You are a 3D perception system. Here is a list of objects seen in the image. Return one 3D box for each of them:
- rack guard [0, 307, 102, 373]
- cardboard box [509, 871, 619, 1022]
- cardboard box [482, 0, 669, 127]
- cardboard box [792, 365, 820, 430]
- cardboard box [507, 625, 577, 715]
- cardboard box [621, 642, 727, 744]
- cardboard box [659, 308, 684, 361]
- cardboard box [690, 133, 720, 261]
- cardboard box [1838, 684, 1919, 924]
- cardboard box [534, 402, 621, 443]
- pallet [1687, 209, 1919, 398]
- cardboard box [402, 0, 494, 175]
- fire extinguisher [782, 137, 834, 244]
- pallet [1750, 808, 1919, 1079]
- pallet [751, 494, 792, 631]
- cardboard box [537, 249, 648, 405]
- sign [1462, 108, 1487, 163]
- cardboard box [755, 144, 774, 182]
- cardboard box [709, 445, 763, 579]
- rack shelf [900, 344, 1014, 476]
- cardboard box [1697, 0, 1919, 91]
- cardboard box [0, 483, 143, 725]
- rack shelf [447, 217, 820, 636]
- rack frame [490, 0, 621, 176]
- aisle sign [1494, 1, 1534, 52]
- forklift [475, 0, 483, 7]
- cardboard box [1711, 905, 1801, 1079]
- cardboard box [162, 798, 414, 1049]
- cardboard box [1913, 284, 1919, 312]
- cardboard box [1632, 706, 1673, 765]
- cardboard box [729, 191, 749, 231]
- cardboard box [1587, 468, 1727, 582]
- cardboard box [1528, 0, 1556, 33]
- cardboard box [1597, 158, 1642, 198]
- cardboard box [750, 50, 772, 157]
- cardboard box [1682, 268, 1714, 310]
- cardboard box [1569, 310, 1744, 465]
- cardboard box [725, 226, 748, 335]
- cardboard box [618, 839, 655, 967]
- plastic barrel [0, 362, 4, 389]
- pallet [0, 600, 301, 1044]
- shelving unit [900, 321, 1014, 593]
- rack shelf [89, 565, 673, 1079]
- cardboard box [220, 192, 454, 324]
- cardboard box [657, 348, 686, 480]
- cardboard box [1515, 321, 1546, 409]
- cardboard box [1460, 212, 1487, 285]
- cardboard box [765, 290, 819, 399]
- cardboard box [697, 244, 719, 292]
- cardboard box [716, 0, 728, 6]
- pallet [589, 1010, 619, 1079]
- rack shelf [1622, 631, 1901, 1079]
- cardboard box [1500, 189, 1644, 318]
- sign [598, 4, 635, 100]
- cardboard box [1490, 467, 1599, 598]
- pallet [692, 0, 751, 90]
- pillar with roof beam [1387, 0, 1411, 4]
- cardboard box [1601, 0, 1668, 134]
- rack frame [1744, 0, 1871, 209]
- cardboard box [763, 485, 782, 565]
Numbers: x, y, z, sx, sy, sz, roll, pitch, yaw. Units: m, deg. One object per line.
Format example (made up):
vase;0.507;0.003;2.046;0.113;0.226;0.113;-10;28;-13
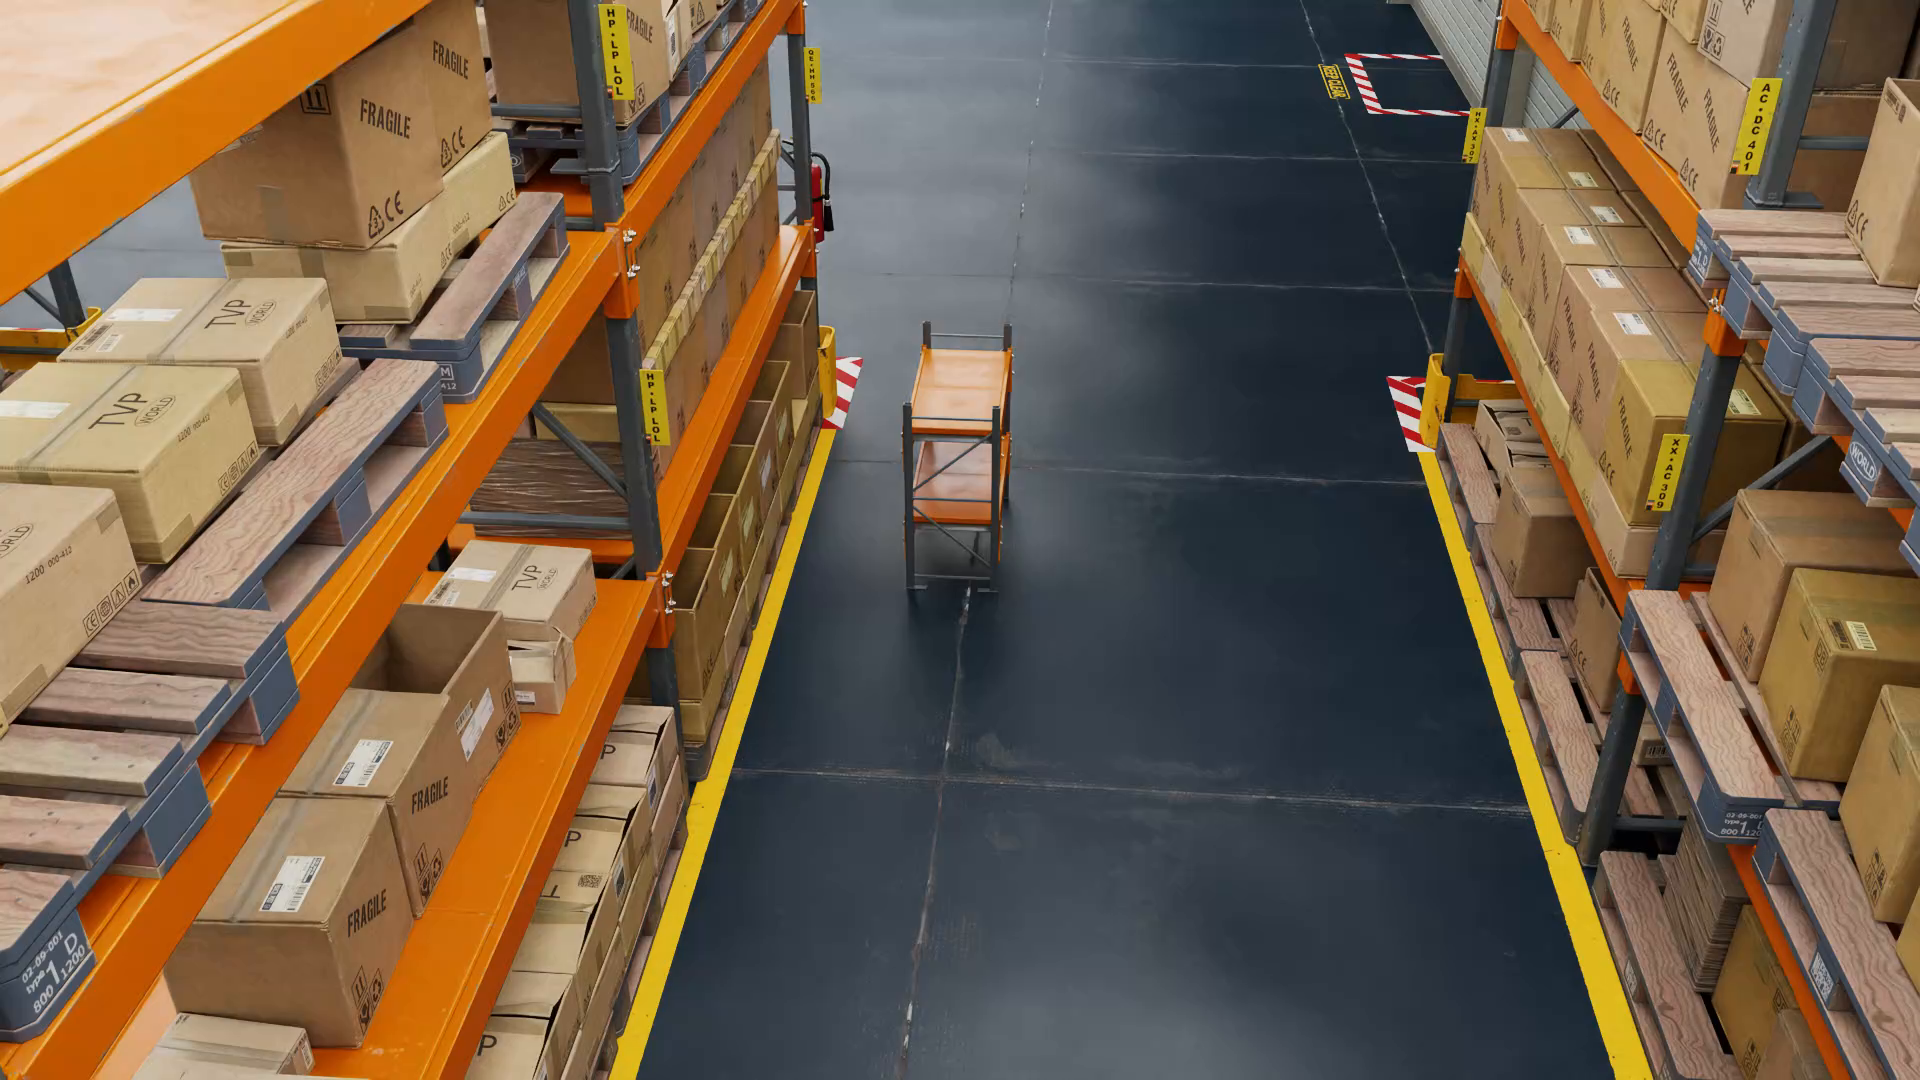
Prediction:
rack guard;-6.303;-1.273;11.119;1.175;0.500;0.348;2;32;4
cardboard box;-1.559;1.437;6.026;0.500;0.311;0.500;2;32;4
cardboard box;-1.429;-1.884;6.239;0.500;0.500;0.500;5;32;8
cardboard box;-1.156;-0.880;10.320;0.500;0.250;0.500;2;32;4
cardboard box;-1.621;0.451;6.067;0.396;0.266;0.258;2;32;3
cardboard box;-1.393;0.689;7.774;0.500;0.250;0.500;2;32;4
cardboard box;-1.458;-0.928;7.463;0.380;0.149;0.250;2;32;4
cardboard box;-1.581;-1.688;8.078;0.700;0.500;0.500;2;32;4
cardboard box;3.054;0.809;4.845;0.700;0.500;0.500;7;32;11
cardboard box;-1.518;-0.524;6.809;0.380;0.149;0.250;2;32;4
pallet;3.048;-0.743;5.196;1.213;0.211;1.003;2;32;4
cardboard box;-1.822;-1.464;5.215;0.500;0.500;0.500;3;32;5
fire extinguisher;-0.935;-2.174;10.273;0.296;0.674;0.183;2;32;4
pallet;2.999;1.273;4.789;1.003;0.211;1.213;2;32;4
pallet;-1.530;0.060;9.232;1.003;0.211;1.213;2;32;4
cardboard box;-1.703;-0.901;6.801;0.700;0.500;0.500;3;32;4
sign;2.989;-2.347;9.655;0.100;0.325;0.005;2;32;4
cardboard box;-1.268;-2.139;9.428;0.380;0.149;0.250;3;32;5
cardboard box;-1.302;-0.153;8.425;0.500;0.500;0.500;2;32;4
rack shelf;-0.001;-0.725;9.076;0.538;0.278;1.000;2;32;4
cardboard box;2.975;-1.891;5.813;0.500;0.500;0.500;0;32;0
cardboard box;-2.053;0.112;3.374;0.500;0.250;0.500;3;32;5
rack shelf;-1.570;-0.813;8.676;1.077;0.370;4.000;2;32;4
rack frame;-1.733;-2.627;5.216;1.000;3.000;0.127;2;32;4
aisle sign;3.237;-3.113;9.244;0.394;0.787;0.004;2;32;4
forklift;-3.074;-1.452;9.093;1.130;2.935;3.031;4;32;6
cardboard box;3.169;1.671;5.923;0.700;0.500;0.500;2;32;3
cardboard box;-1.938;1.097;4.795;0.500;0.500;0.500;1;32;1
cardboard box;3.030;-0.677;4.596;0.500;0.311;0.500;3;32;6
cardboard box;3.218;0.874;7.534;0.380;0.166;0.250;-2;32;-2
cardboard box;-1.333;-1.736;8.775;0.380;0.149;0.250;3;32;6
cardboard box;2.941;-0.069;6.907;0.500;0.250;0.500;3;32;4
cardboard box;3.175;-2.840;8.306;0.500;0.500;0.500;4;32;7
cardboard box;3.653;-1.701;8.840;0.500;0.500;0.500;3;32;5
cardboard box;-1.462;-2.489;9.378;0.700;0.500;0.500;3;32;4
cardboard box;3.543;-0.895;7.533;0.500;0.500;0.500;3;32;5
cardboard box;2.970;-0.649;7.134;0.500;0.500;0.500;2;32;4
cardboard box;-1.542;-1.430;8.896;0.700;0.500;0.500;3;32;4
cardboard box;-1.521;1.412;6.601;0.500;0.250;0.500;2;32;3
plastic barrel;-6.321;-1.151;10.510;0.421;0.512;0.421;0;32;0
pallet;-2.092;0.463;3.241;1.213;0.211;1.003;4;32;6
shelving unit;-0.001;-0.475;9.229;0.538;1.125;1.048;2;32;4
rack shelf;-1.896;1.279;5.282;1.077;0.370;4.000;2;32;4
cardboard box;-1.835;-0.856;4.944;0.500;0.250;0.500;0;32;-1
cardboard box;-1.667;-0.624;7.589;0.700;0.500;0.500;2;32;3
cardboard box;3.055;-0.856;8.184;0.500;0.250;0.500;3;32;4
cardboard box;3.174;-1.658;9.486;0.500;0.250;0.500;2;32;3
cardboard box;-1.154;-1.199;10.123;0.500;0.500;0.500;2;32;4
cardboard box;-1.395;-1.335;8.123;0.380;0.149;0.250;2;32;4
cardboard box;-1.283;-2.738;7.807;0.500;0.311;0.500;6;32;10
pallet;-1.851;2.140;5.856;1.003;0.211;1.213;2;32;4
rack shelf;3.042;1.488;4.942;1.077;0.370;4.000;2;32;4
cardboard box;3.093;-1.455;8.441;0.500;0.500;0.500;1;32;2
sign;-1.191;-1.686;5.756;0.100;0.325;0.005;2;32;4
cardboard box;3.228;-0.041;8.701;0.700;0.500;0.500;1;32;1
pallet;-1.587;-2.396;7.785;1.003;0.211;1.213;2;32;4
pillar with roof beam;1.022;-10.565;18.097;9.100;9.000;0.400;2;32;4
cardboard box;3.061;-2.022;6.978;0.500;0.500;0.500;1;32;2
rack frame;3.205;-2.418;4.876;1.000;3.000;0.127;2;32;4
cardboard box;-1.267;-0.095;9.047;0.500;0.250;0.500;2;32;4
